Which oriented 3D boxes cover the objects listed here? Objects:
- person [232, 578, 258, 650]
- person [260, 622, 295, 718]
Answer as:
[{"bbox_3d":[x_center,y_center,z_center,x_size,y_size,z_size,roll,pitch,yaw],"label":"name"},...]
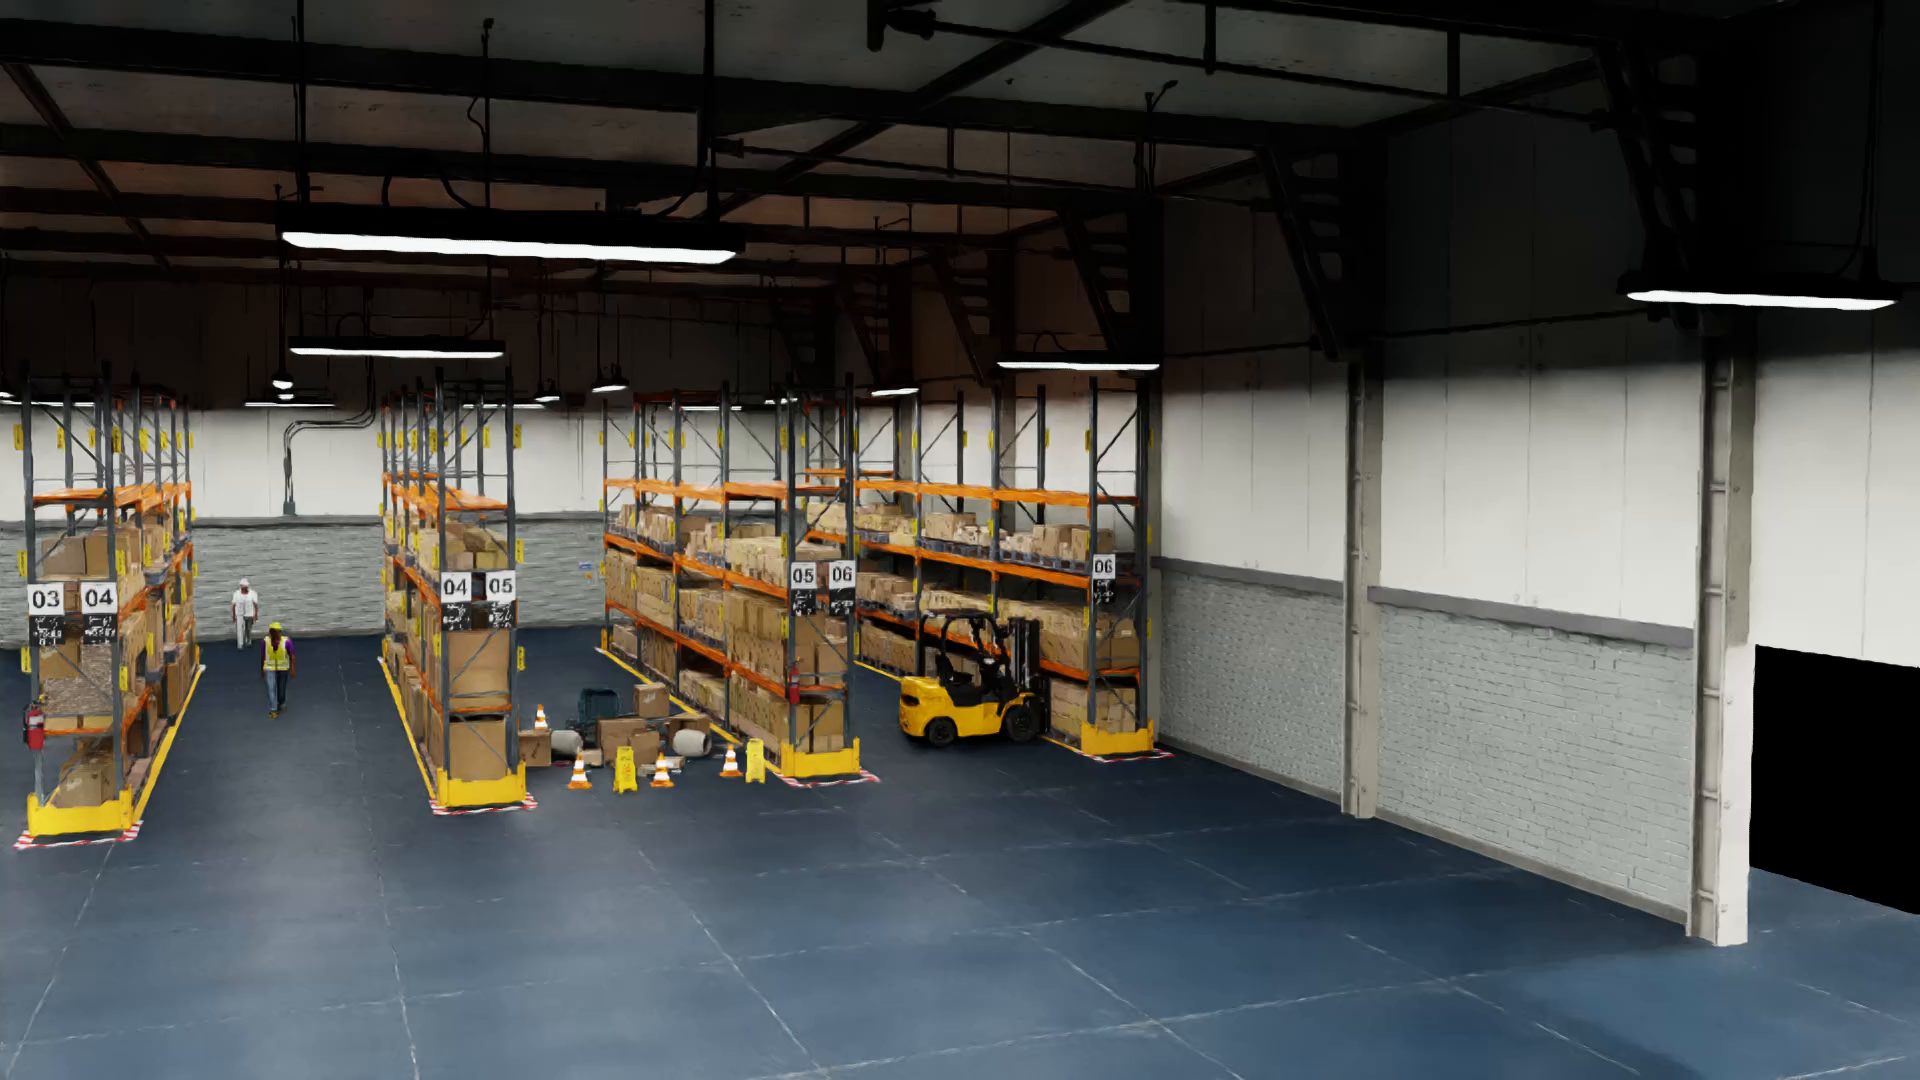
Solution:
[{"bbox_3d":[-17.074,1.758,39.736,0.575,1.689,1.128,-2,4,-24],"label":"person"},{"bbox_3d":[-12.372,2.332,30.165,0.591,1.716,1.042,-1,4,-23],"label":"person"}]
